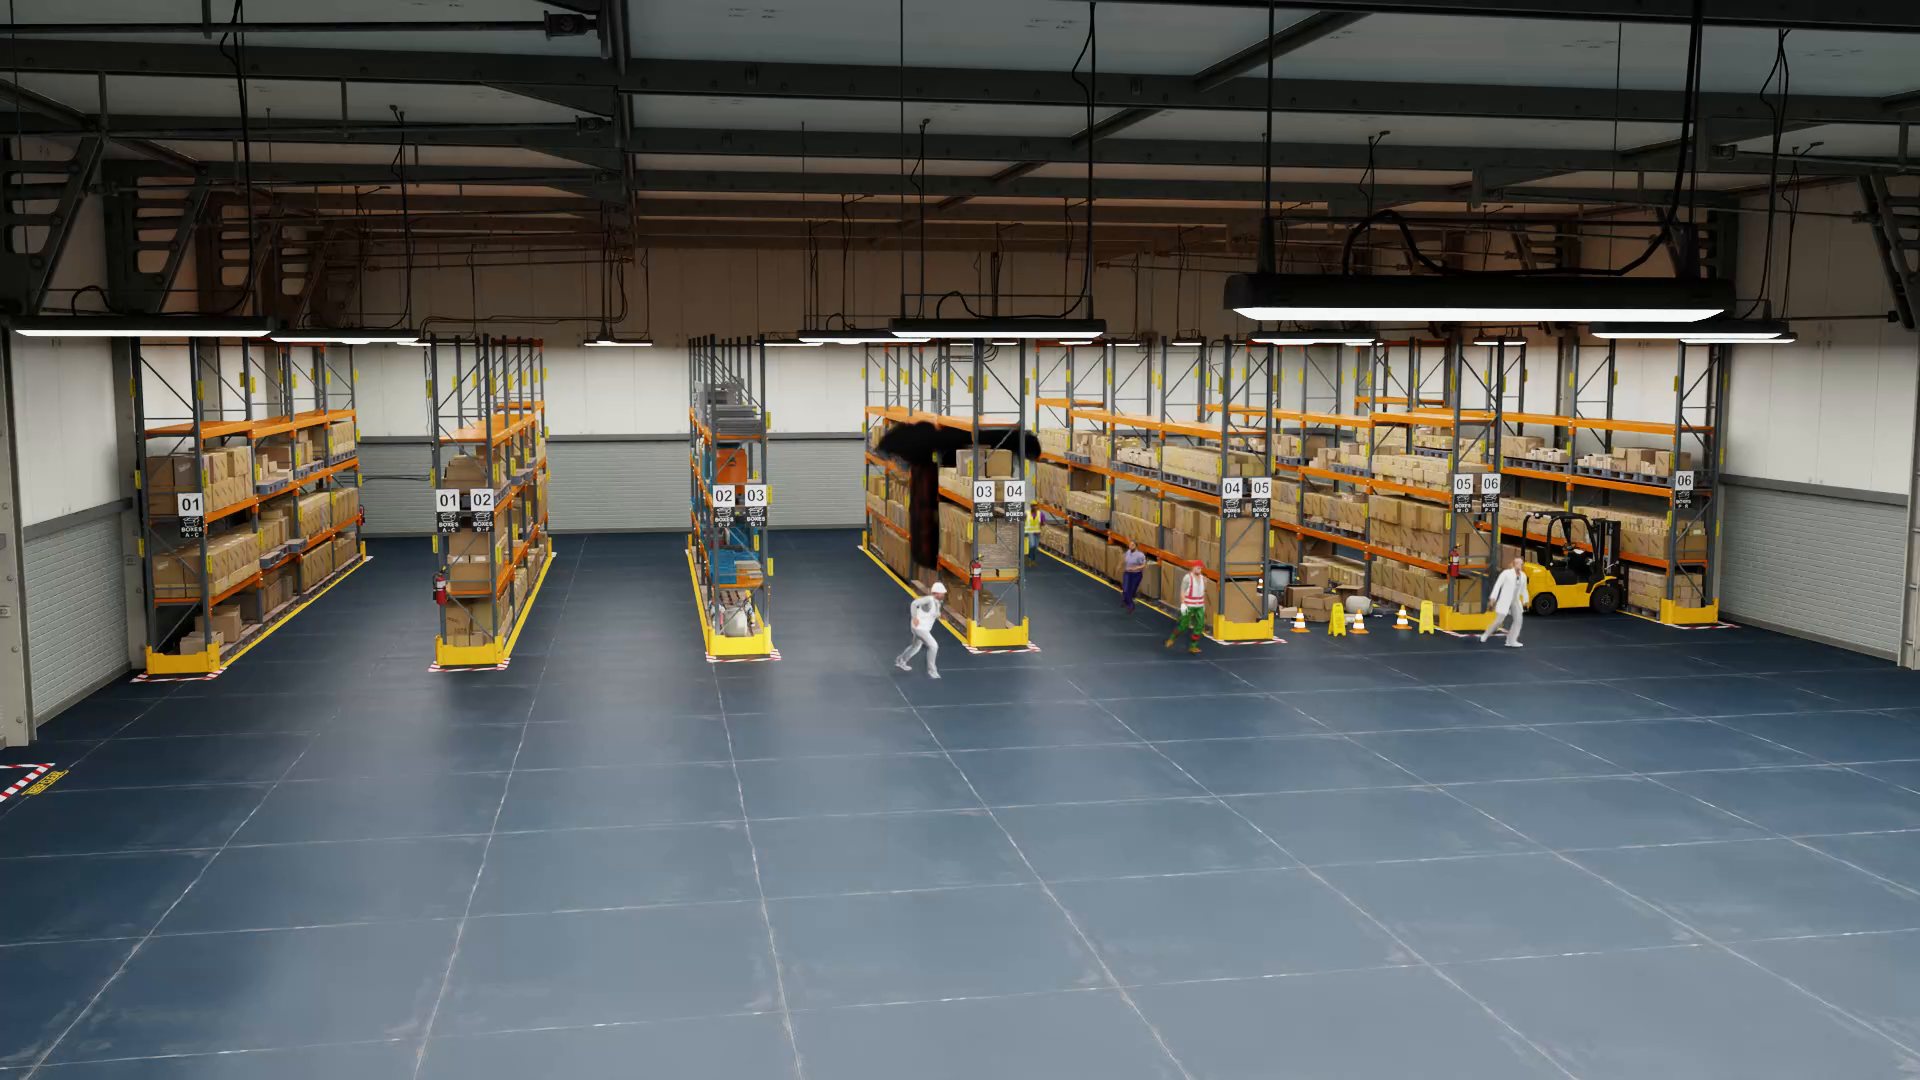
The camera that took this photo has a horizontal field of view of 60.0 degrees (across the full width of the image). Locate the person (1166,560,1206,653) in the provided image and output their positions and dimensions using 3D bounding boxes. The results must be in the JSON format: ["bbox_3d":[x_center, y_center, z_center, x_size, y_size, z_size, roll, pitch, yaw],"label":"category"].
[{"bbox_3d":[4.298,1.240,31.439,0.710,1.760,0.618,-3,7,-23],"label":"person"}]

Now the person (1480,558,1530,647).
[{"bbox_3d":[10.556,1.197,32.178,0.790,1.689,0.829,-3,7,-23],"label":"person"}]

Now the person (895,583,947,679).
[{"bbox_3d":[-0.692,1.588,29.104,1.030,1.730,0.698,3,7,25],"label":"person"}]

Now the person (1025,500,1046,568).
[{"bbox_3d":[1.928,-0.155,43.712,0.672,1.789,0.726,-2,7,-16],"label":"person"}]

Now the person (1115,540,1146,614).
[{"bbox_3d":[3.654,0.808,35.372,0.713,1.497,0.633,3,7,22],"label":"person"}]
